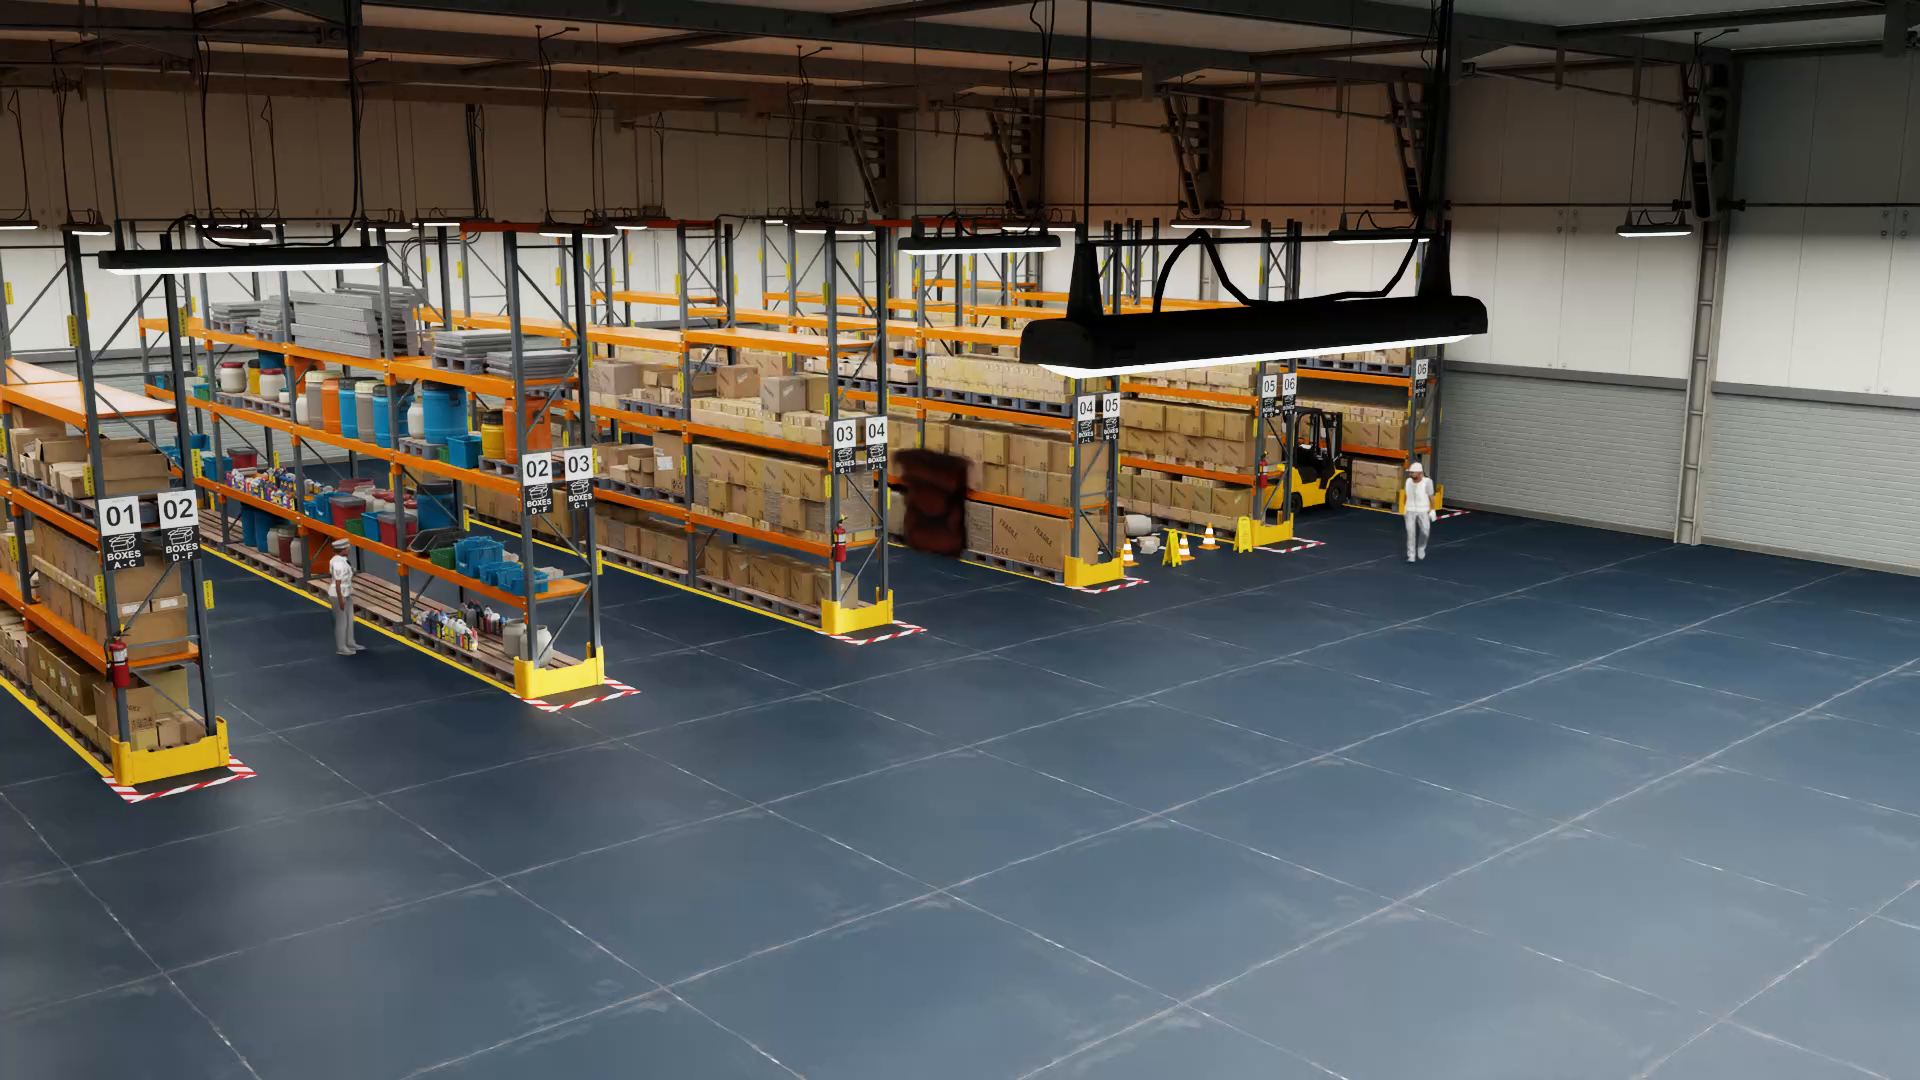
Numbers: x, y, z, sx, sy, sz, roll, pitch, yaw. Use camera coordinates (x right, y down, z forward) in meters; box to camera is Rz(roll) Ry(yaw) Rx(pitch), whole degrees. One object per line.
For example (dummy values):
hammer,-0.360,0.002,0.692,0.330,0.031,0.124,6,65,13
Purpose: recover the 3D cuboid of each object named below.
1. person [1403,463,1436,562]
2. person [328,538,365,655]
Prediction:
person,8.213,-0.502,29.735,0.578,1.779,0.485,3,12,15
person,-8.786,0.810,23.699,0.365,1.677,0.510,0,11,-1
